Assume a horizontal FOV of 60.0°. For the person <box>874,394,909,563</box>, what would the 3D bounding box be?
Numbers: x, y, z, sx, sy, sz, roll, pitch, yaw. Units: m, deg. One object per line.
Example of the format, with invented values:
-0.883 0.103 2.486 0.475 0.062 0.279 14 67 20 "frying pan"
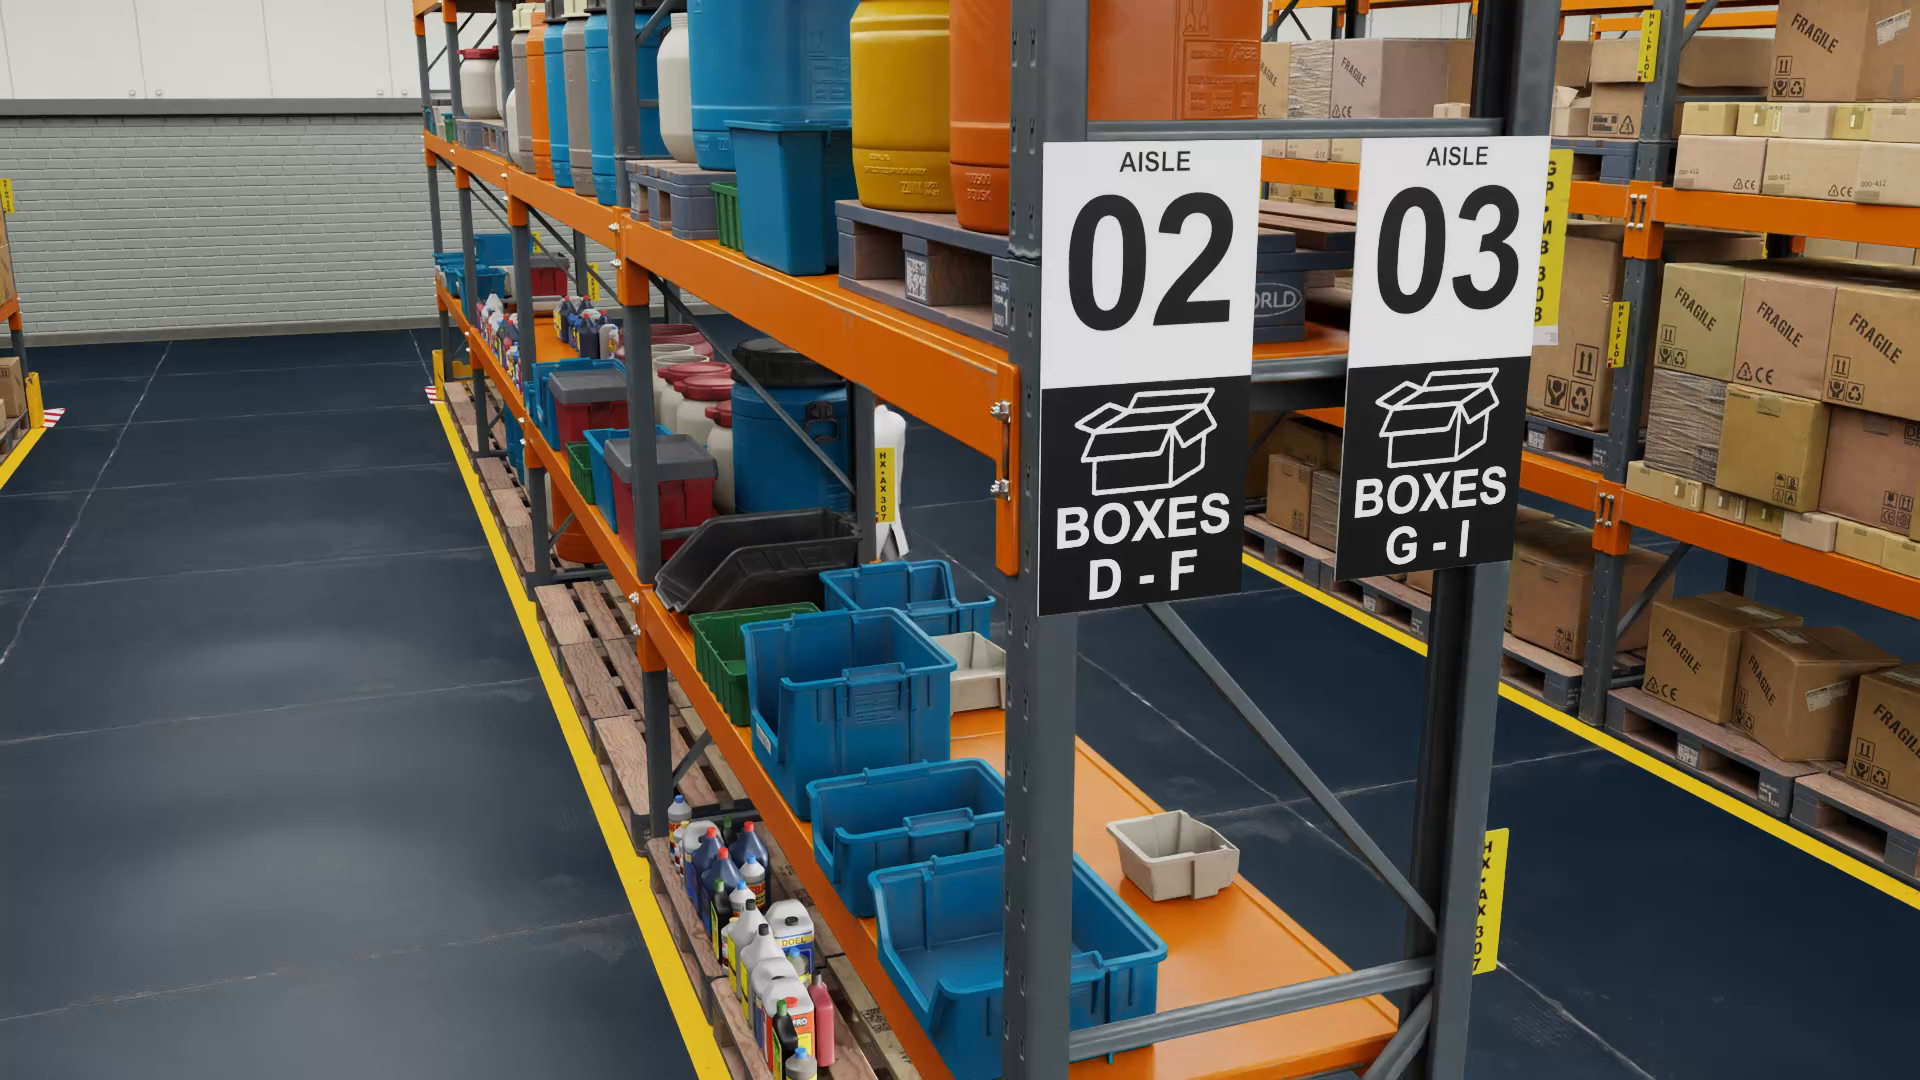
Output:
-0.553 -0.108 9.430 0.870 1.765 0.607 9 18 29 "person"
